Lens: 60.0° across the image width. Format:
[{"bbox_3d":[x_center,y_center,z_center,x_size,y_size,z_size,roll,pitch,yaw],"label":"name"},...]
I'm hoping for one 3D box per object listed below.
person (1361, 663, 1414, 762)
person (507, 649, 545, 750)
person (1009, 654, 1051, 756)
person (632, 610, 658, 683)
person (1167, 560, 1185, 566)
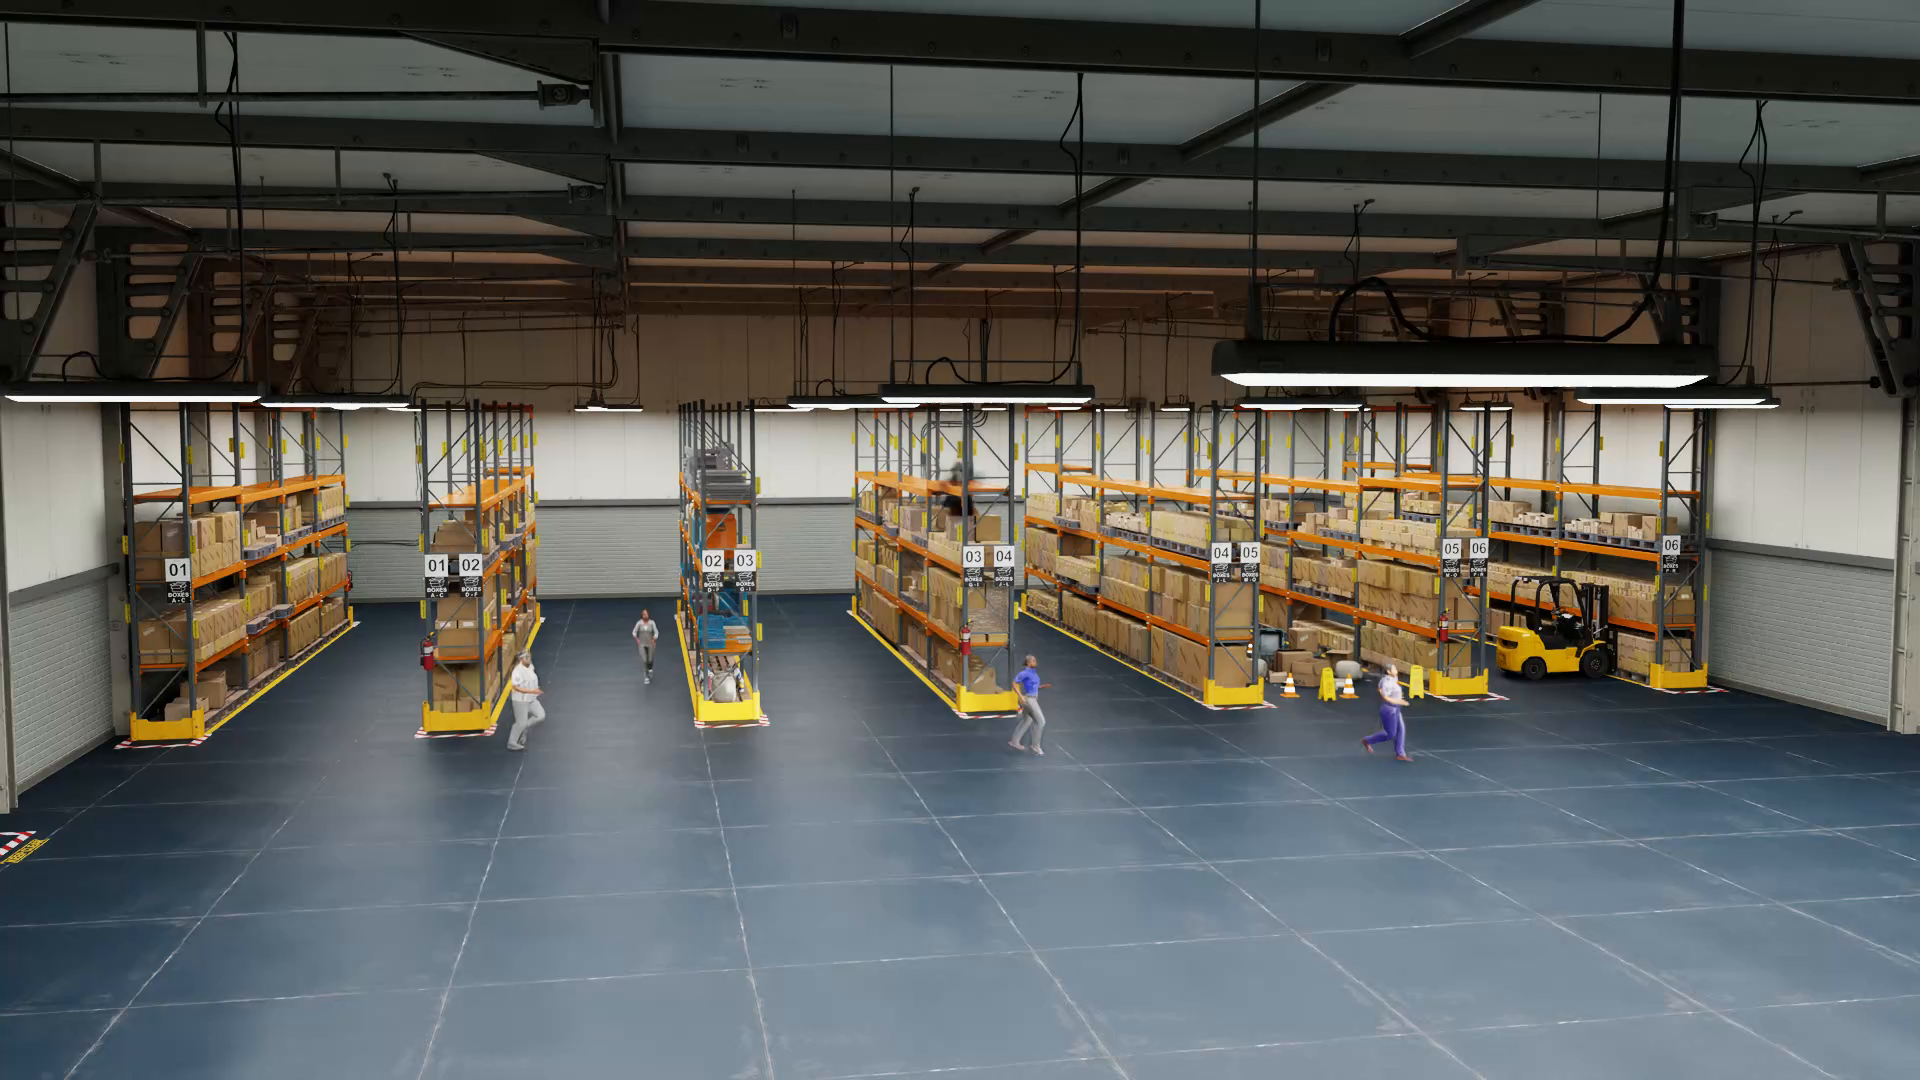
[{"bbox_3d":[7.073,2.843,27.460,0.849,1.640,0.607,2,5,20],"label":"person"},{"bbox_3d":[-7.381,2.705,28.381,0.743,1.734,0.685,2,5,22],"label":"person"},{"bbox_3d":[1.175,2.794,28.050,0.756,1.704,0.544,1,4,14],"label":"person"},{"bbox_3d":[-6.735,2.264,35.588,0.549,1.572,0.542,-1,4,-11],"label":"person"},{"bbox_3d":[6.718,1.013,50.834,0.852,1.767,0.698,-2,5,-29],"label":"person"}]
